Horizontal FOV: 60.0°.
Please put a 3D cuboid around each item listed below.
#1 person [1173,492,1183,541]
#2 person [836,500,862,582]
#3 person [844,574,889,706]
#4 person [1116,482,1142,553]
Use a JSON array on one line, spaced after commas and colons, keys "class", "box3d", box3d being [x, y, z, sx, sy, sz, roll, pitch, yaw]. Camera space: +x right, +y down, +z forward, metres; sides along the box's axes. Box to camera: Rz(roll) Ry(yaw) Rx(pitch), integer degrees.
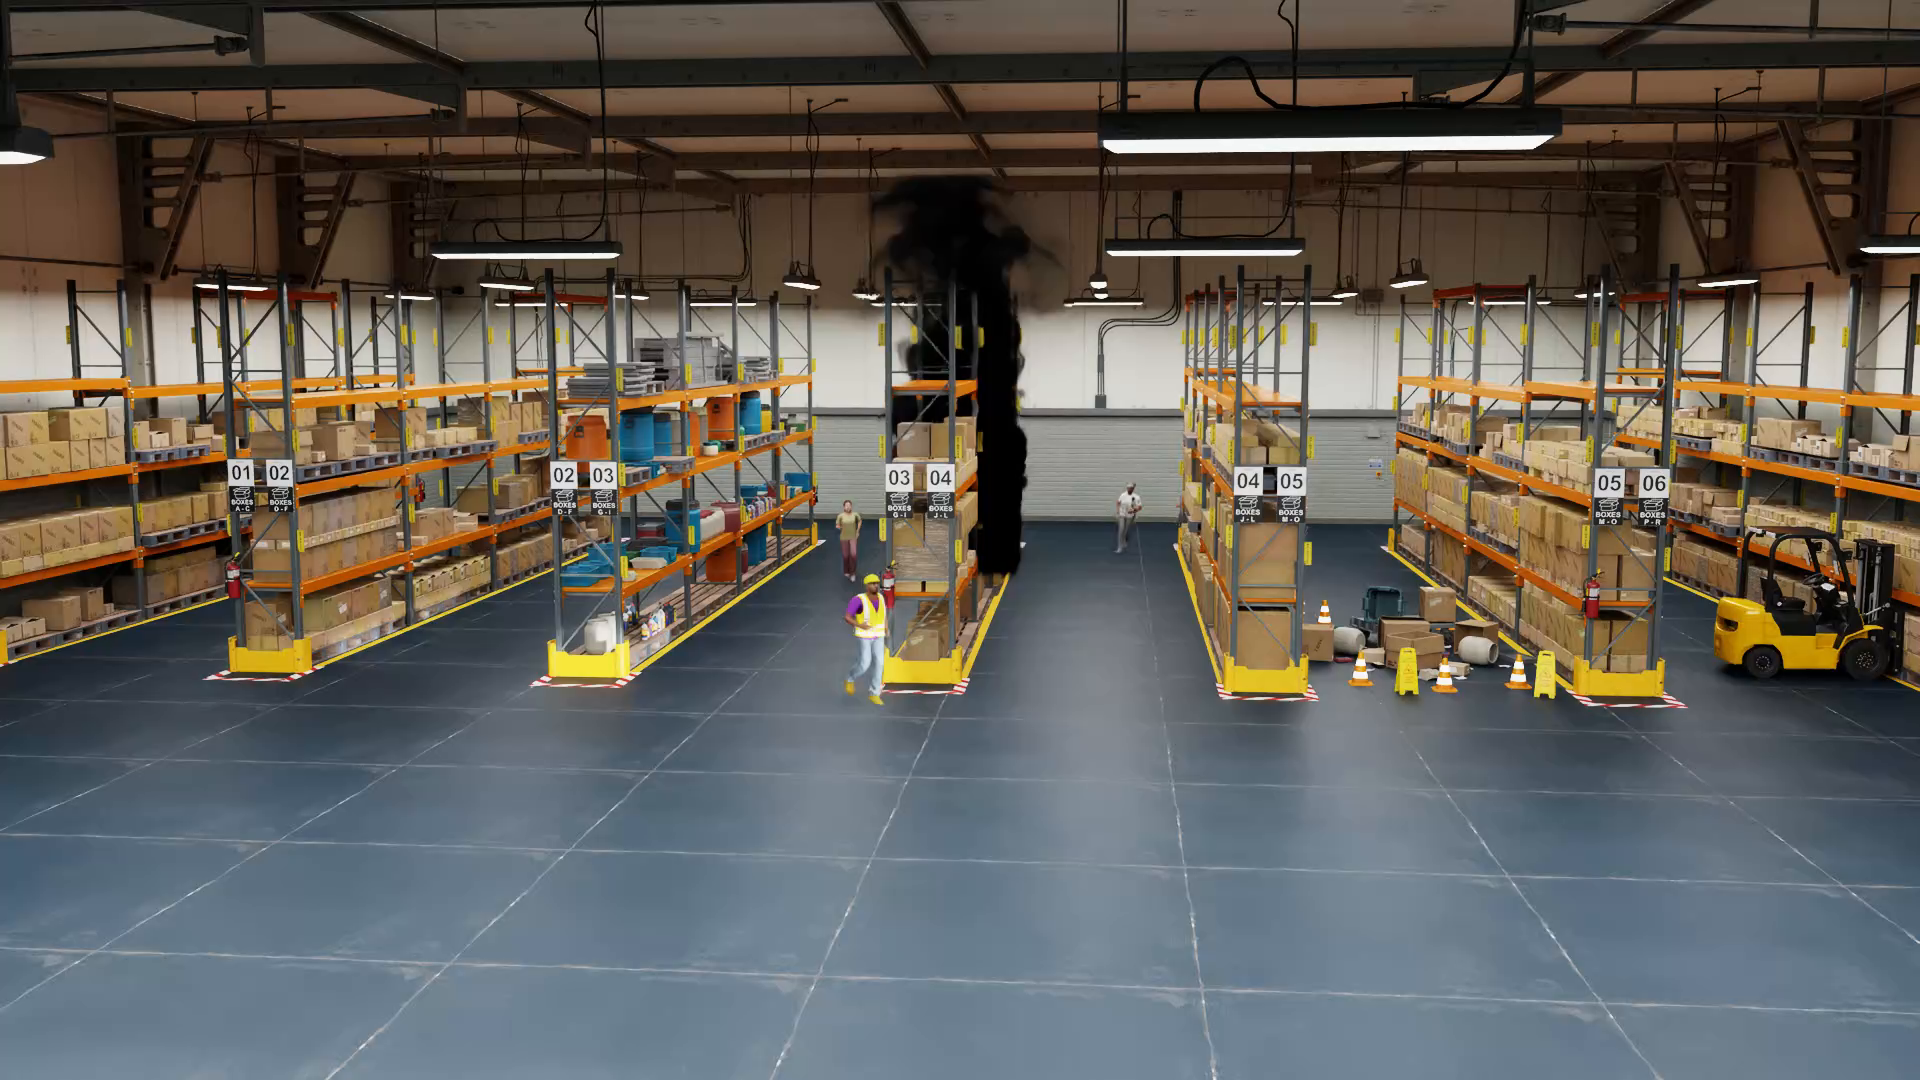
[{"class": "person", "box3d": [5.507, -0.728, 40.860, 0.687, 1.595, 0.693, 3, 7, 21]}, {"class": "person", "box3d": [-2.296, 0.016, 34.318, 0.529, 1.699, 0.740, 0, 7, -3]}, {"class": "person", "box3d": [-1.252, 1.355, 23.008, 0.724, 1.777, 0.812, -5, 8, -34]}, {"class": "person", "box3d": [3.964, -0.541, 39.085, 0.620, 1.683, 0.754, 2, 7, 18]}]
